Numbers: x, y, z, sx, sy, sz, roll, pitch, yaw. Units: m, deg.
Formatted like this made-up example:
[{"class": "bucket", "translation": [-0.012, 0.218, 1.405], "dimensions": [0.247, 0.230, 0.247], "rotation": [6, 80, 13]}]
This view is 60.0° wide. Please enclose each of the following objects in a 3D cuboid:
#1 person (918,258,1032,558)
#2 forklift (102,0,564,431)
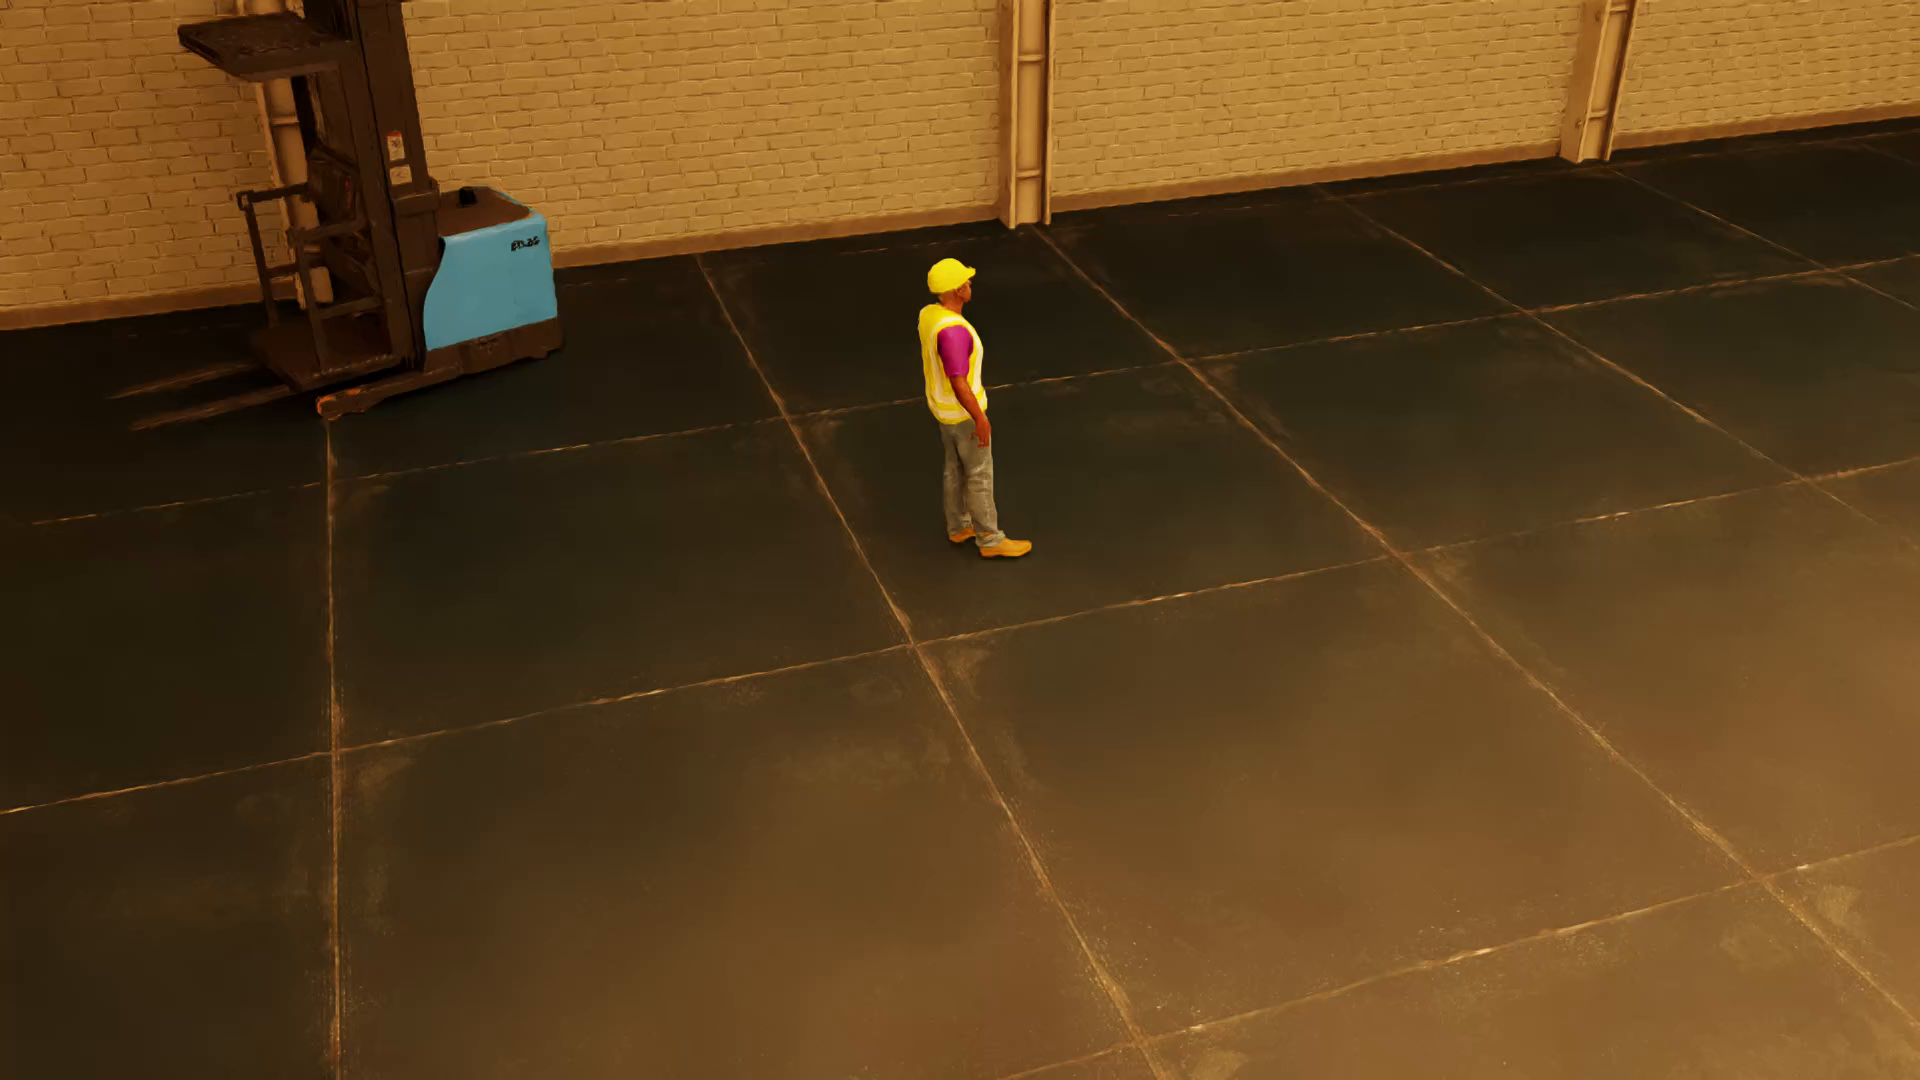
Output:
[{"class": "person", "translation": [0.068, -0.780, 9.597], "dimensions": [0.576, 1.766, 0.665], "rotation": [-10, 31, -16]}, {"class": "forklift", "translation": [-4.427, -2.394, 11.249], "dimensions": [3.031, 2.935, 1.130], "rotation": [-22, 36, -33]}]
